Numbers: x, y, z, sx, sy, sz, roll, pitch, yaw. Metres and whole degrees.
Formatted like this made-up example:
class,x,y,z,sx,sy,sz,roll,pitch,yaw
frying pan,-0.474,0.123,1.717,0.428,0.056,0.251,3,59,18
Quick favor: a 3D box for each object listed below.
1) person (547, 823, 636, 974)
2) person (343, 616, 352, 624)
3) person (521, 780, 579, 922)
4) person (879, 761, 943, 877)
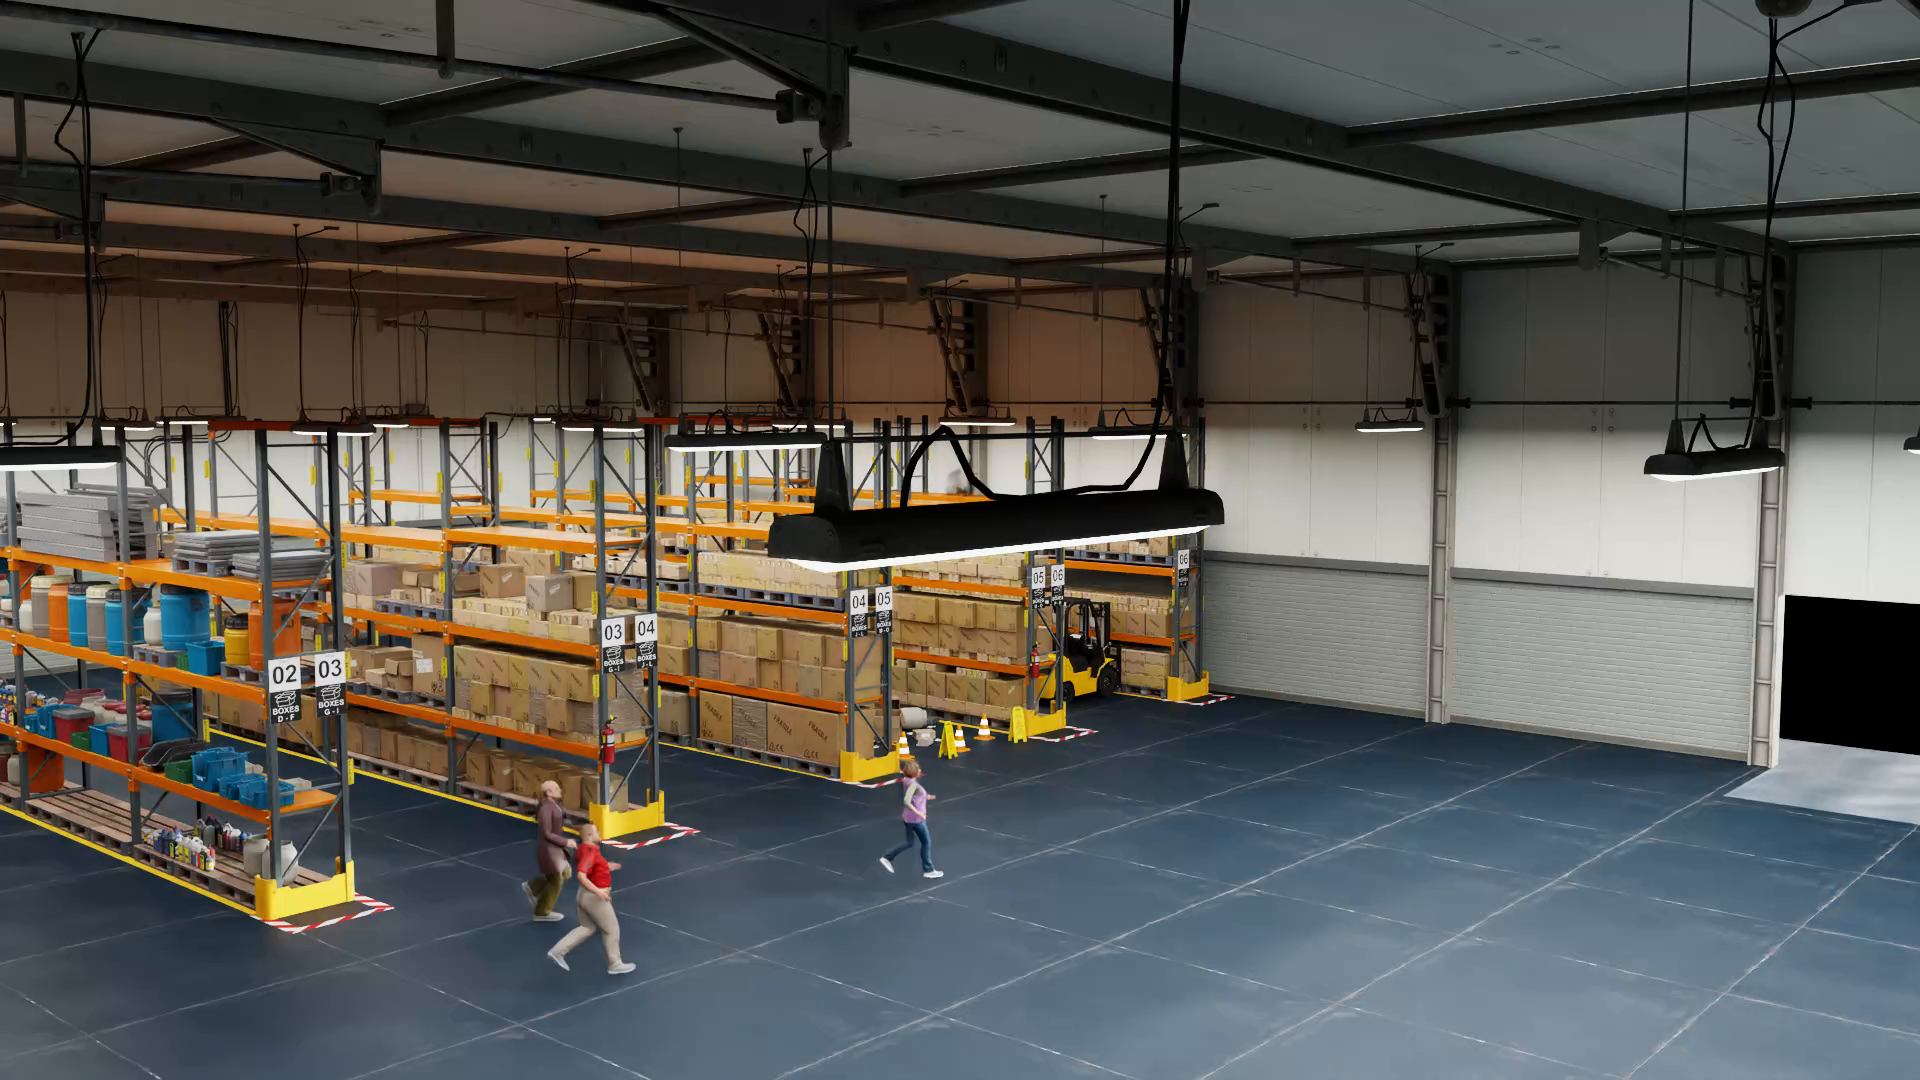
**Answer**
class,x,y,z,sx,sy,sz,roll,pitch,yaw
person,-4.047,3.947,18.257,0.953,1.700,0.672,-3,5,-30
person,-14.357,2.208,39.193,0.677,1.731,0.756,3,5,29
person,-5.002,3.780,20.280,0.709,1.736,0.729,-1,5,-9
person,-0.633,3.702,21.978,0.864,1.575,0.544,-2,5,-20
